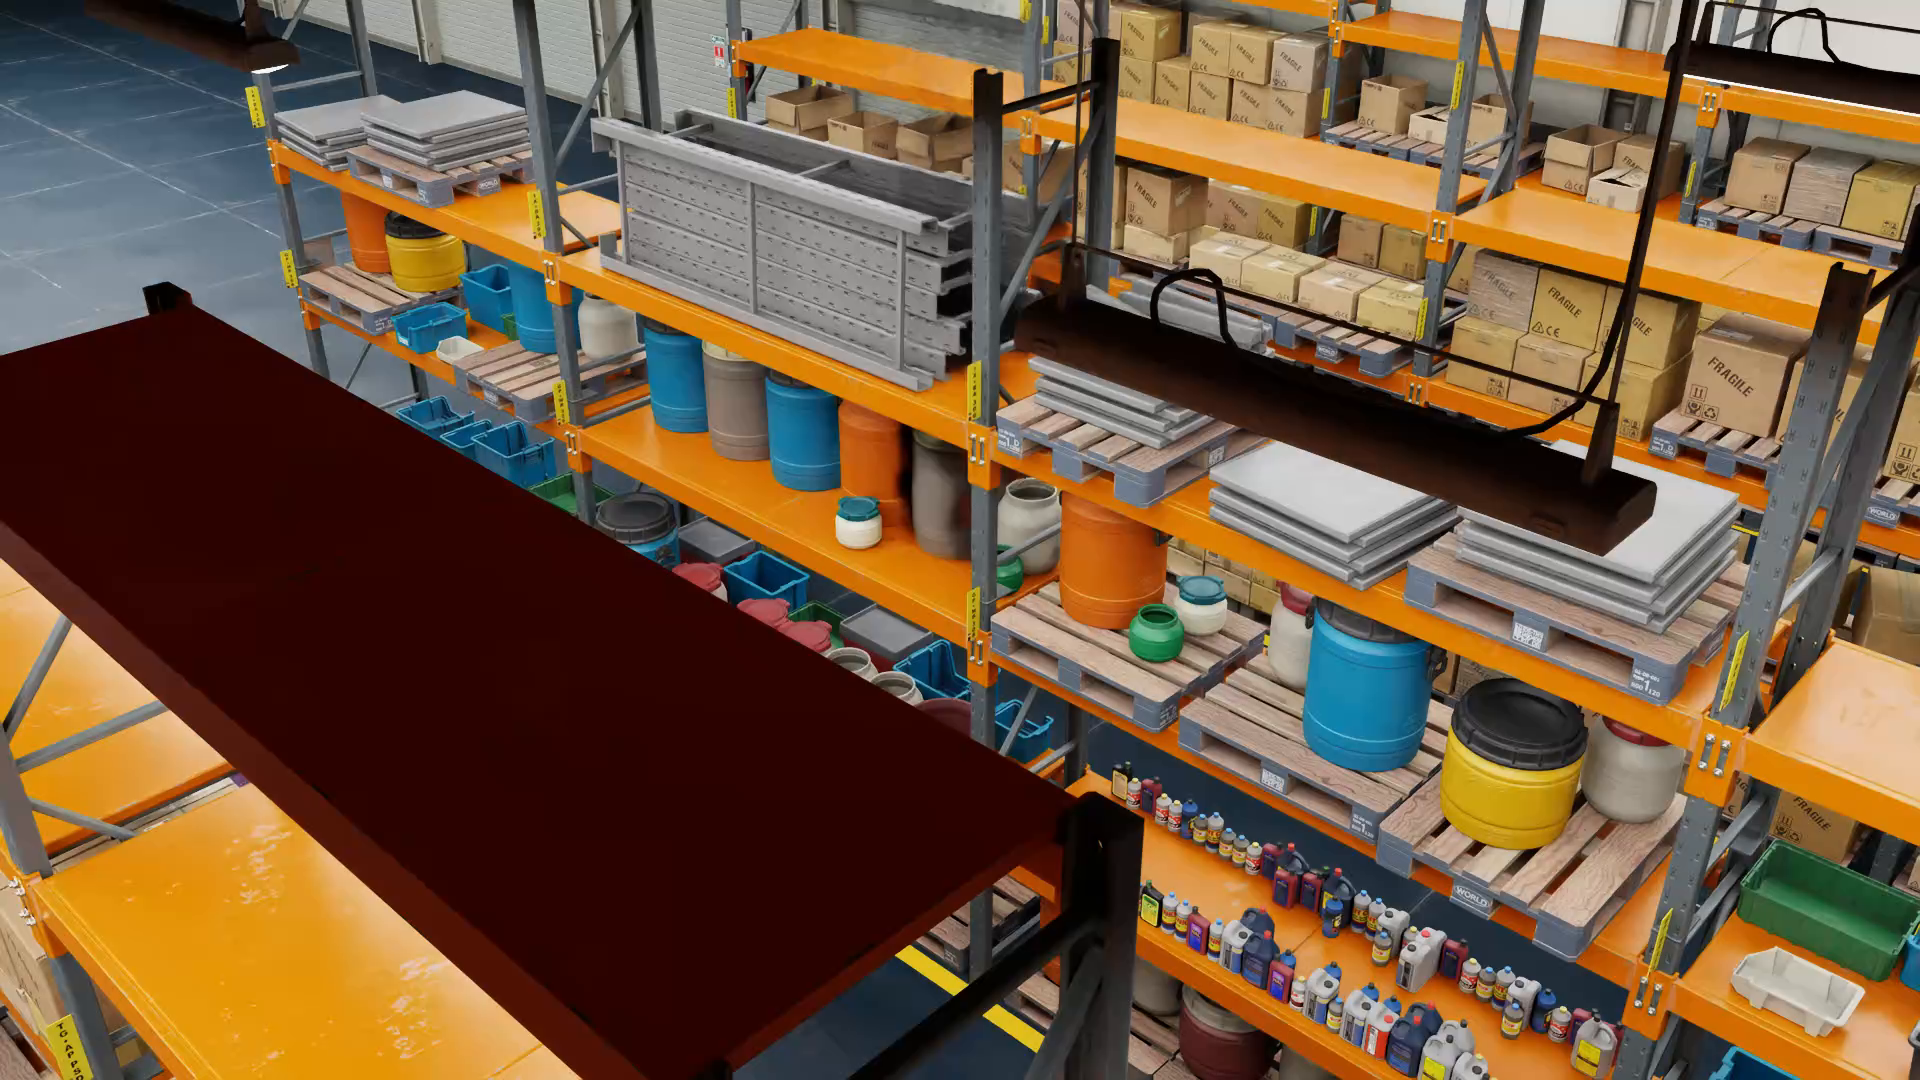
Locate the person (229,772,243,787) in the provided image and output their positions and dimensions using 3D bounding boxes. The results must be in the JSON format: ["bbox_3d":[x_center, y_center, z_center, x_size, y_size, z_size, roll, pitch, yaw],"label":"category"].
[{"bbox_3d":[-5.141,1.729,11.584,0.622,1.551,0.539,25,38,37],"label":"person"}]

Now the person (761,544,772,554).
[{"bbox_3d":[-2.065,-0.438,15.292,0.658,1.717,0.721,22,36,34],"label":"person"}]

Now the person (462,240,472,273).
[{"bbox_3d":[-6.003,-3.093,20.049,0.581,1.687,0.696,-8,30,-13],"label":"person"}]
